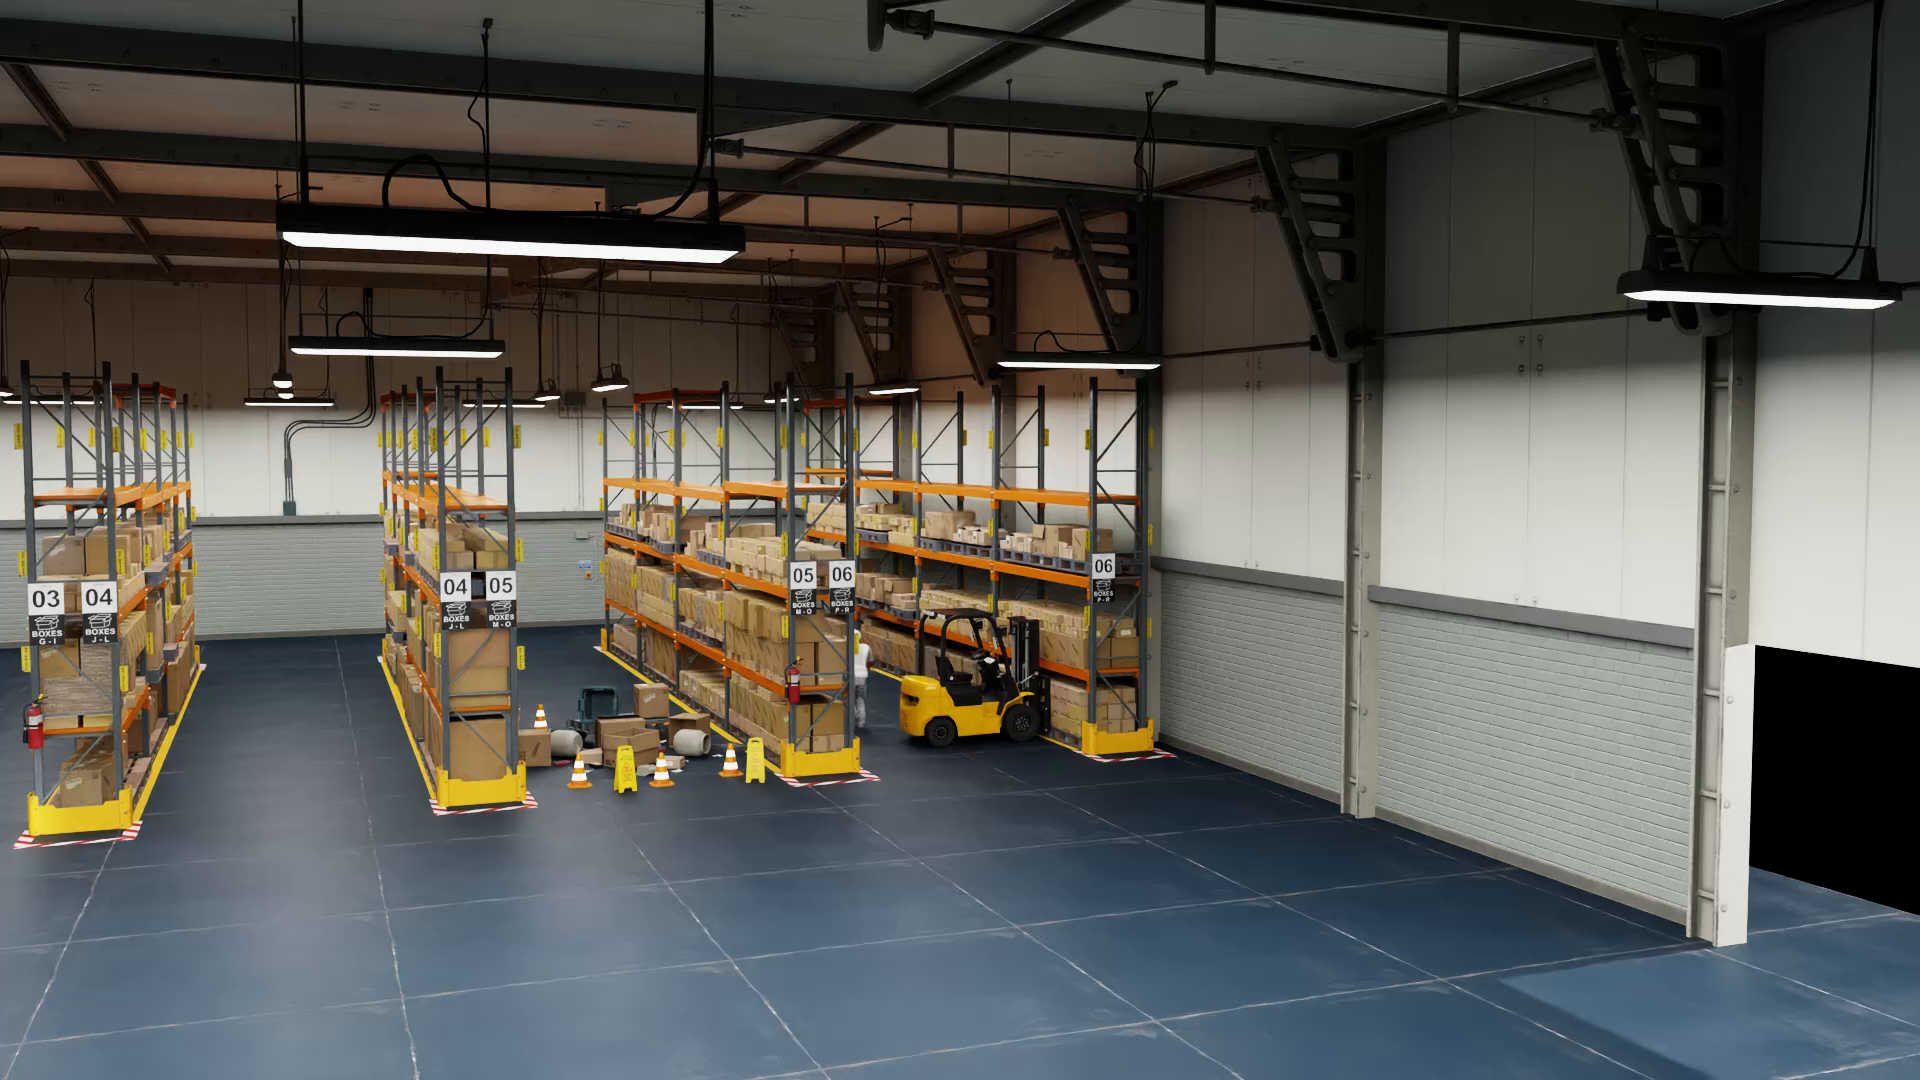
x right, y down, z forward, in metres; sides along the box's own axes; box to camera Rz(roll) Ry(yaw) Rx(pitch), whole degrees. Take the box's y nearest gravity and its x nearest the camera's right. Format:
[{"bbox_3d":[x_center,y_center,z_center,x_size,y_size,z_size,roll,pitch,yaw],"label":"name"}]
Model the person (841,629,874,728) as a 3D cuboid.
[{"bbox_3d":[-1.839,2.414,29.170,0.681,1.680,0.737,-1,4,-20],"label":"person"}]
